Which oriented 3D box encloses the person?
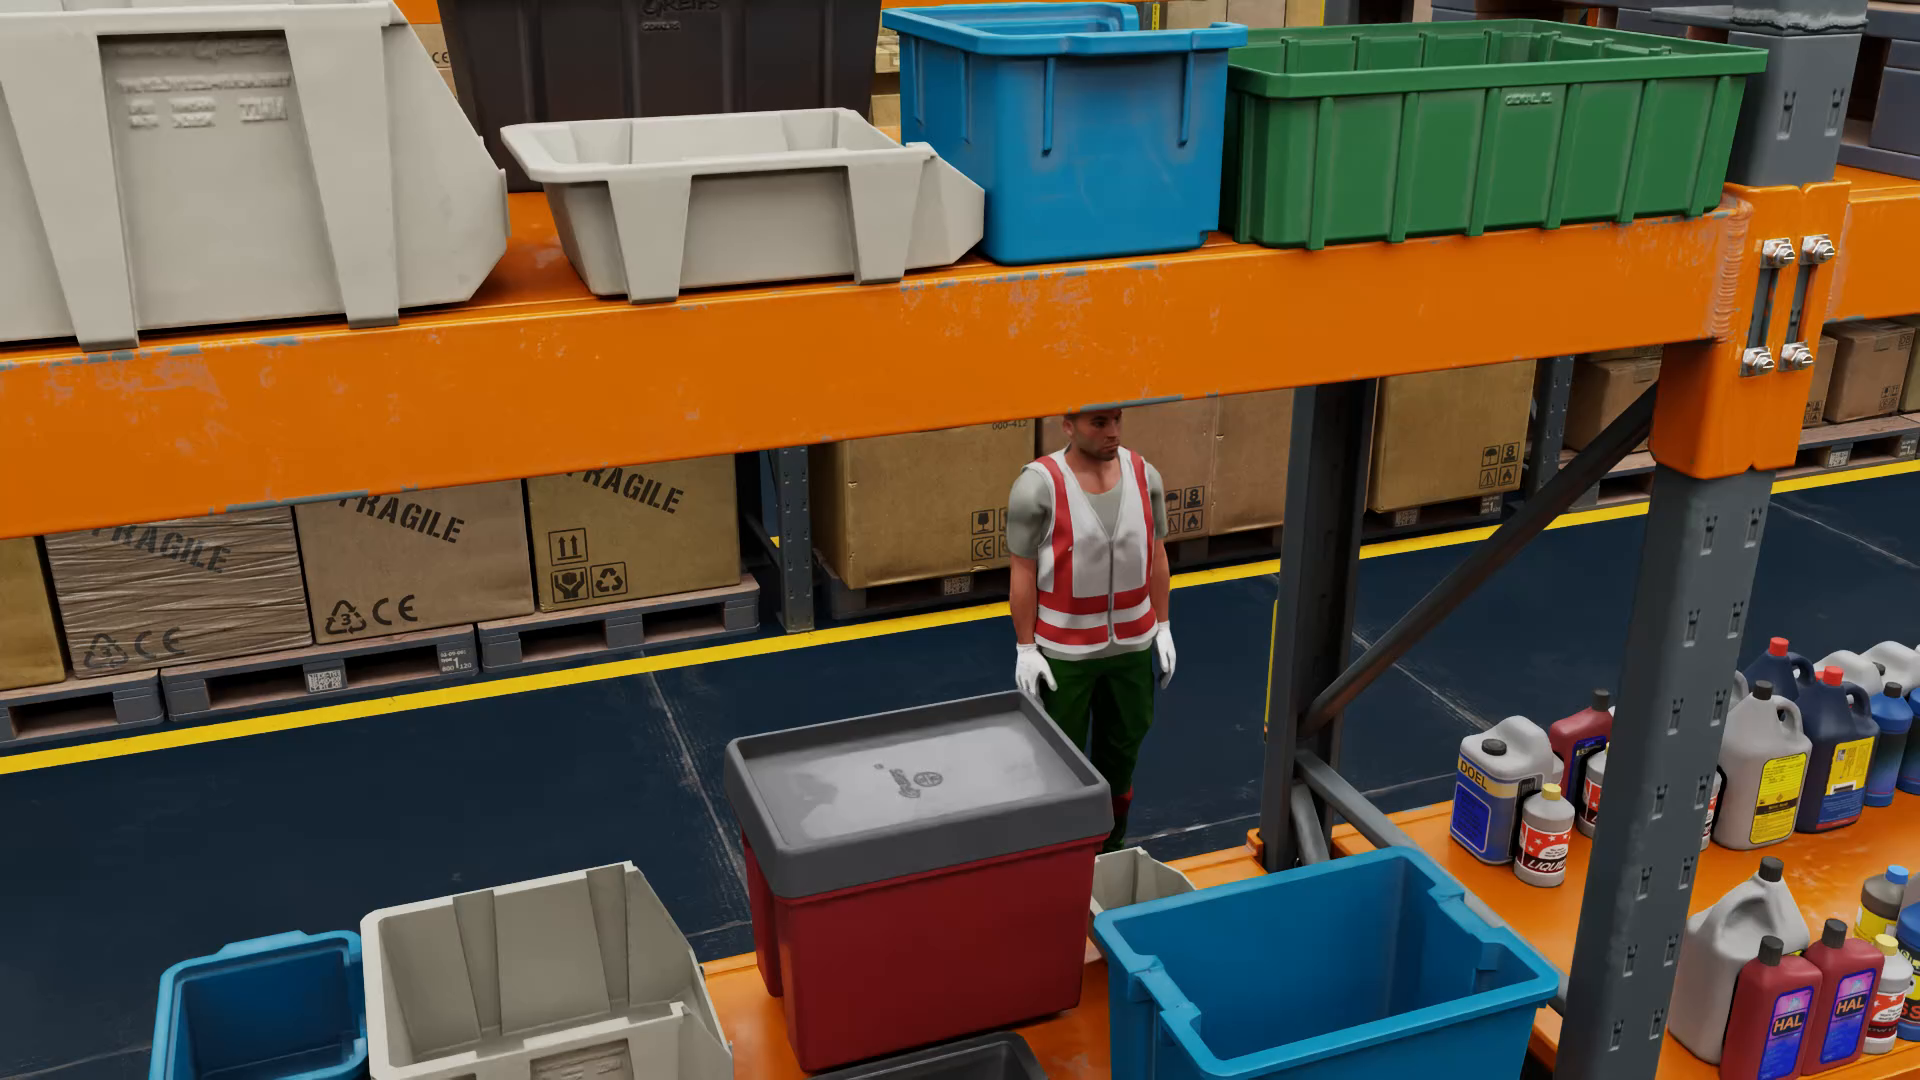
[{"bbox_3d":[0.423,0.335,5.189,0.539,1.796,0.397,-8,24,-19],"label":"person"}]
